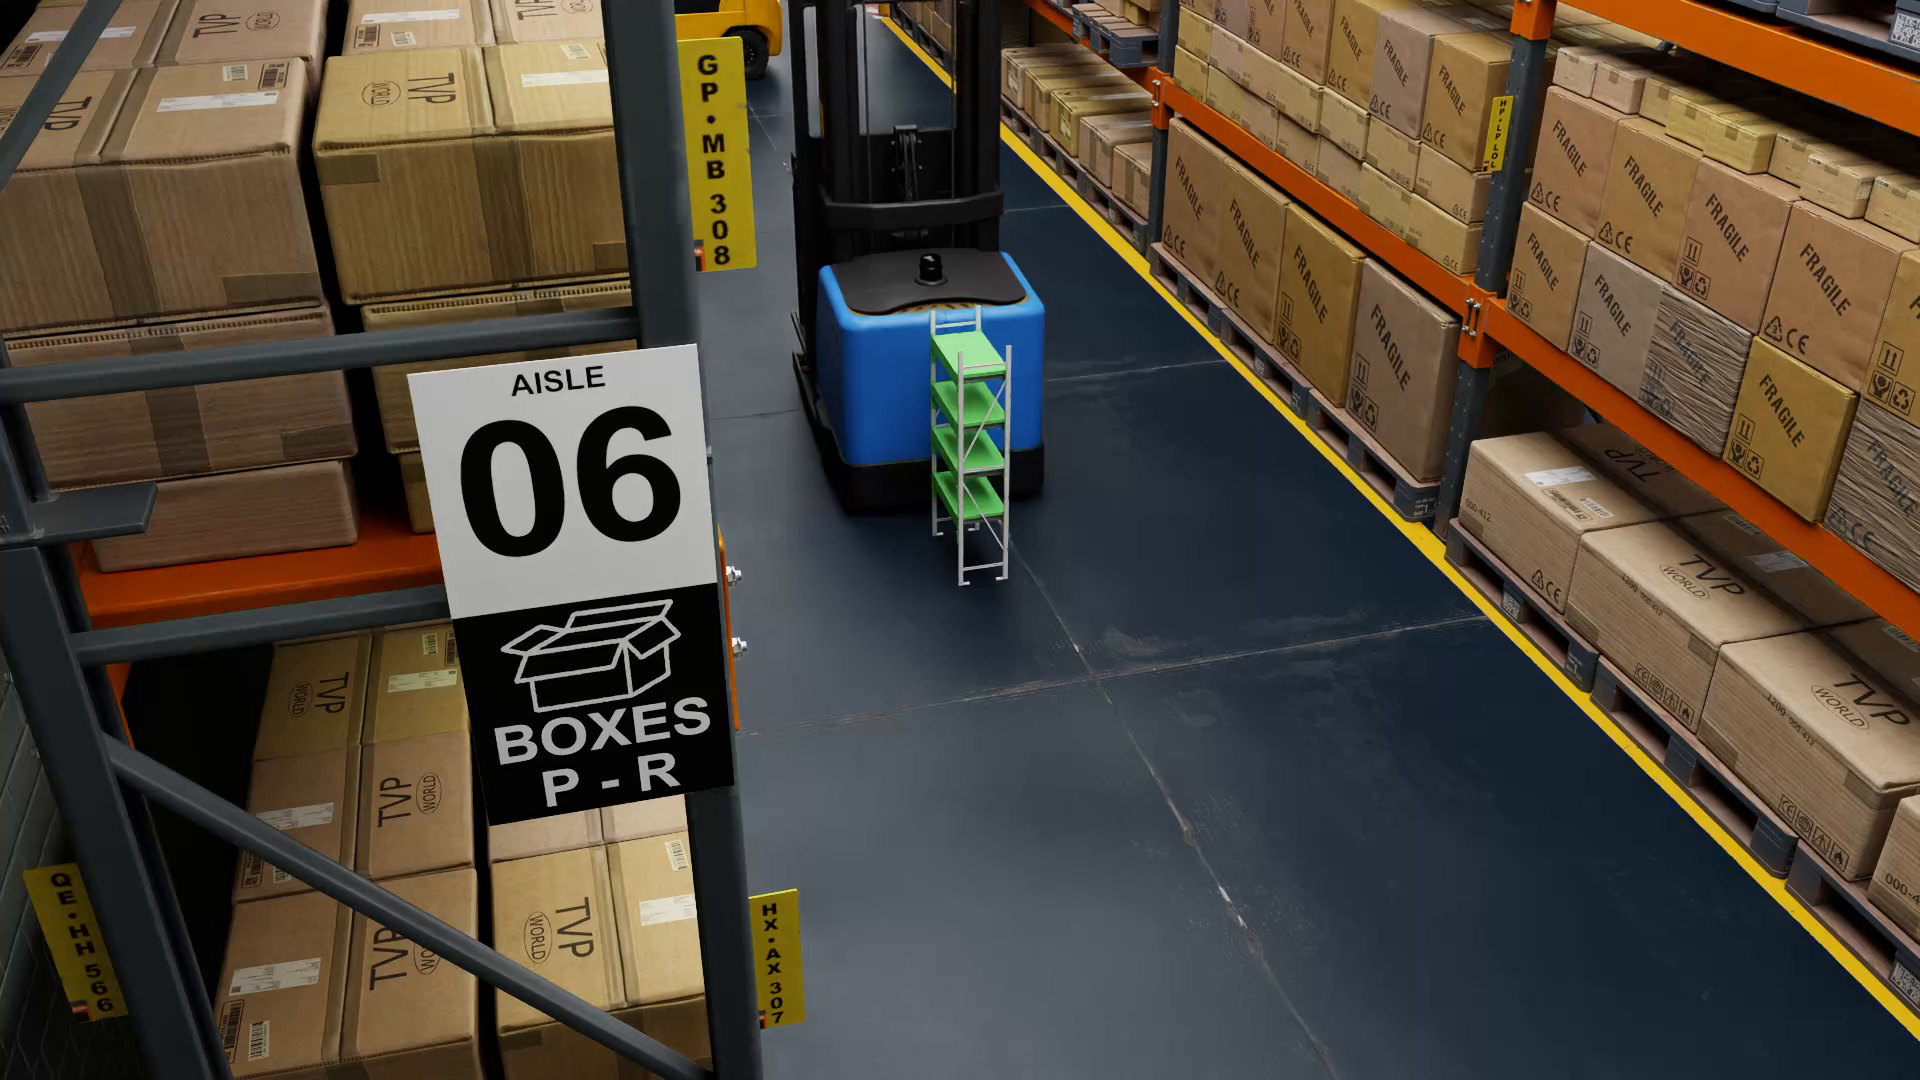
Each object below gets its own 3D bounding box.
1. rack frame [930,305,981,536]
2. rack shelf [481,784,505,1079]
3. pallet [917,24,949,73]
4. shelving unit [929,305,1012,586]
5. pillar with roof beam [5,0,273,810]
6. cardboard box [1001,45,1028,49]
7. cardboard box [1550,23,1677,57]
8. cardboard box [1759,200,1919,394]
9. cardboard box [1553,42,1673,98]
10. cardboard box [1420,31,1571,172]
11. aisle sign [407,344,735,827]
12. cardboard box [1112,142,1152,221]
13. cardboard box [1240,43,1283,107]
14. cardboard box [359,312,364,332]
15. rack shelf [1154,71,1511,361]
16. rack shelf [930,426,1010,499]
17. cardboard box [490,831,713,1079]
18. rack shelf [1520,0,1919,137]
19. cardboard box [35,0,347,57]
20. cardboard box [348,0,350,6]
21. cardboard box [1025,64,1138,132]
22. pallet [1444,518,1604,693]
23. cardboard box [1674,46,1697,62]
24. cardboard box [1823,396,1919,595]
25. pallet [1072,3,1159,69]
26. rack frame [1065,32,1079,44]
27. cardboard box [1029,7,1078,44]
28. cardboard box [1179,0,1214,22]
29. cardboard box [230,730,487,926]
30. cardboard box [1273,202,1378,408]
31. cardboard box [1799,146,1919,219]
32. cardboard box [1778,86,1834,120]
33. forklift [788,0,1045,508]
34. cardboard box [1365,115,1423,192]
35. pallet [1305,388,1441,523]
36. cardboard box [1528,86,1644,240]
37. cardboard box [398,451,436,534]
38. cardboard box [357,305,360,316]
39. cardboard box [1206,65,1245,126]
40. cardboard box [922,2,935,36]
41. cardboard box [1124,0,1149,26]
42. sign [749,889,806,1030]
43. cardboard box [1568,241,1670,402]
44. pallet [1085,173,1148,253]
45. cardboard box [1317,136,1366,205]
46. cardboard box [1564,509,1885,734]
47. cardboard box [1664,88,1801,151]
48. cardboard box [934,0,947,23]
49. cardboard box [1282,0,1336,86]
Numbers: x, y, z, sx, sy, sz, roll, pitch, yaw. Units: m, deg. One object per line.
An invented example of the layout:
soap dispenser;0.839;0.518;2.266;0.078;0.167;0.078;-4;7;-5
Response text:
rack frame;-0.021;-0.557;8.015;0.240;1.200;0.015;-8;31;-13
rack shelf;-1.395;0.566;4.995;1.077;0.370;4.000;-8;31;-13
pallet;0.196;-4.940;16.573;1.003;0.211;1.213;-8;31;-13
shelving unit;0.044;-0.439;7.811;0.258;1.200;0.503;-8;31;-13
pillar with roof beam;1.541;-3.424;5.182;9.100;9.000;0.400;-8;31;-13
cardboard box;0.320;-4.478;15.318;0.500;0.250;0.500;-6;31;-11
cardboard box;3.020;-2.099;7.785;0.500;0.500;0.500;-7;31;-13
cardboard box;3.137;-0.849;5.624;0.500;0.500;0.500;-8;31;-14
cardboard box;2.693;-1.942;6.866;0.380;0.149;0.250;-8;31;-14
cardboard box;2.499;-2.031;7.667;0.500;0.500;0.500;-7;31;-12
aisle sign;-0.563;0.090;2.505;0.394;0.787;0.004;-8;31;-13
cardboard box;1.657;-2.623;11.992;0.950;0.372;0.625;-10;32;-17
cardboard box;1.950;-2.686;9.547;0.500;0.250;0.500;-8;31;-13
cardboard box;-1.369;-0.471;3.326;0.380;0.149;0.250;-9;31;-15
rack shelf;2.328;-2.027;9.476;1.077;0.370;4.000;-8;31;-13
rack shelf;0.044;-0.384;7.843;0.258;0.148;0.480;-8;31;-13
cardboard box;-0.724;0.902;3.550;0.500;0.250;0.500;-8;31;-13
rack shelf;3.390;-1.394;5.387;1.077;0.370;4.000;-8;31;-13
cardboard box;-1.535;-1.034;3.401;0.500;0.250;0.500;-8;31;-13
cardboard box;-1.003;-1.094;3.505;0.500;0.250;0.500;-8;31;-14
cardboard box;1.072;-3.681;13.820;0.950;0.372;0.625;-6;31;-10
pallet;2.986;0.212;7.673;1.003;0.211;1.213;-8;31;-13
cardboard box;3.248;-2.023;7.005;0.380;0.149;0.250;-8;31;-14
cardboard box;3.273;-0.173;5.455;0.500;0.500;0.500;-7;31;-12
pallet;1.506;-3.552;11.583;1.213;0.211;1.003;-8;31;-13
rack frame;0.736;-5.236;14.303;1.000;3.000;0.127;-8;31;-13
cardboard box;0.840;-4.874;15.253;0.500;0.500;0.500;-6;31;-11
cardboard box;1.693;-3.510;10.222;0.500;0.500;0.500;-9;31;-15
cardboard box;-1.377;0.721;3.863;0.500;0.250;0.500;-8;31;-13
cardboard box;2.370;-1.359;9.305;0.875;0.875;0.875;-7;31;-12
cardboard box;3.079;-1.204;5.591;0.380;0.149;0.250;-8;31;-13
cardboard box;3.354;-1.640;6.343;0.380;0.149;0.250;-8;31;-14
forklift;-0.378;-2.153;9.044;1.130;2.935;3.031;-6;31;-10
cardboard box;2.368;-1.945;8.267;0.500;0.250;0.500;-7;31;-12
pallet;2.582;-0.528;8.952;1.003;0.211;1.213;-8;31;-13
cardboard box;2.752;-1.586;6.899;0.500;0.500;0.500;-8;31;-13
cardboard box;-0.724;-0.153;2.777;0.380;0.149;0.250;-7;31;-12
cardboard box;-1.392;-0.565;3.091;0.500;0.250;0.500;-8;31;-13
cardboard box;1.838;-2.724;10.112;0.500;0.250;0.500;-9;31;-15
cardboard box;-0.093;-5.224;16.607;0.500;0.250;0.500;-6;31;-10
cardboard box;1.343;-3.624;11.349;0.380;0.149;0.250;-7;31;-13
sign;-0.341;0.774;3.054;0.100;0.325;0.005;-8;31;-13
cardboard box;2.861;-0.911;6.730;0.500;0.500;0.500;-8;31;-13
pallet;1.591;-2.475;12.316;1.003;0.211;1.213;-8;31;-13
cardboard box;2.247;-1.983;8.832;0.500;0.250;0.500;-9;31;-15
cardboard box;3.161;0.304;6.868;0.875;0.438;0.875;-9;31;-15
cardboard box;2.892;-1.575;6.231;0.380;0.149;0.250;-8;31;-14
cardboard box;0.047;-5.295;15.980;0.500;0.500;0.500;-6;31;-11
cardboard box;2.087;-2.775;8.953;0.500;0.500;0.500;-7;31;-12
